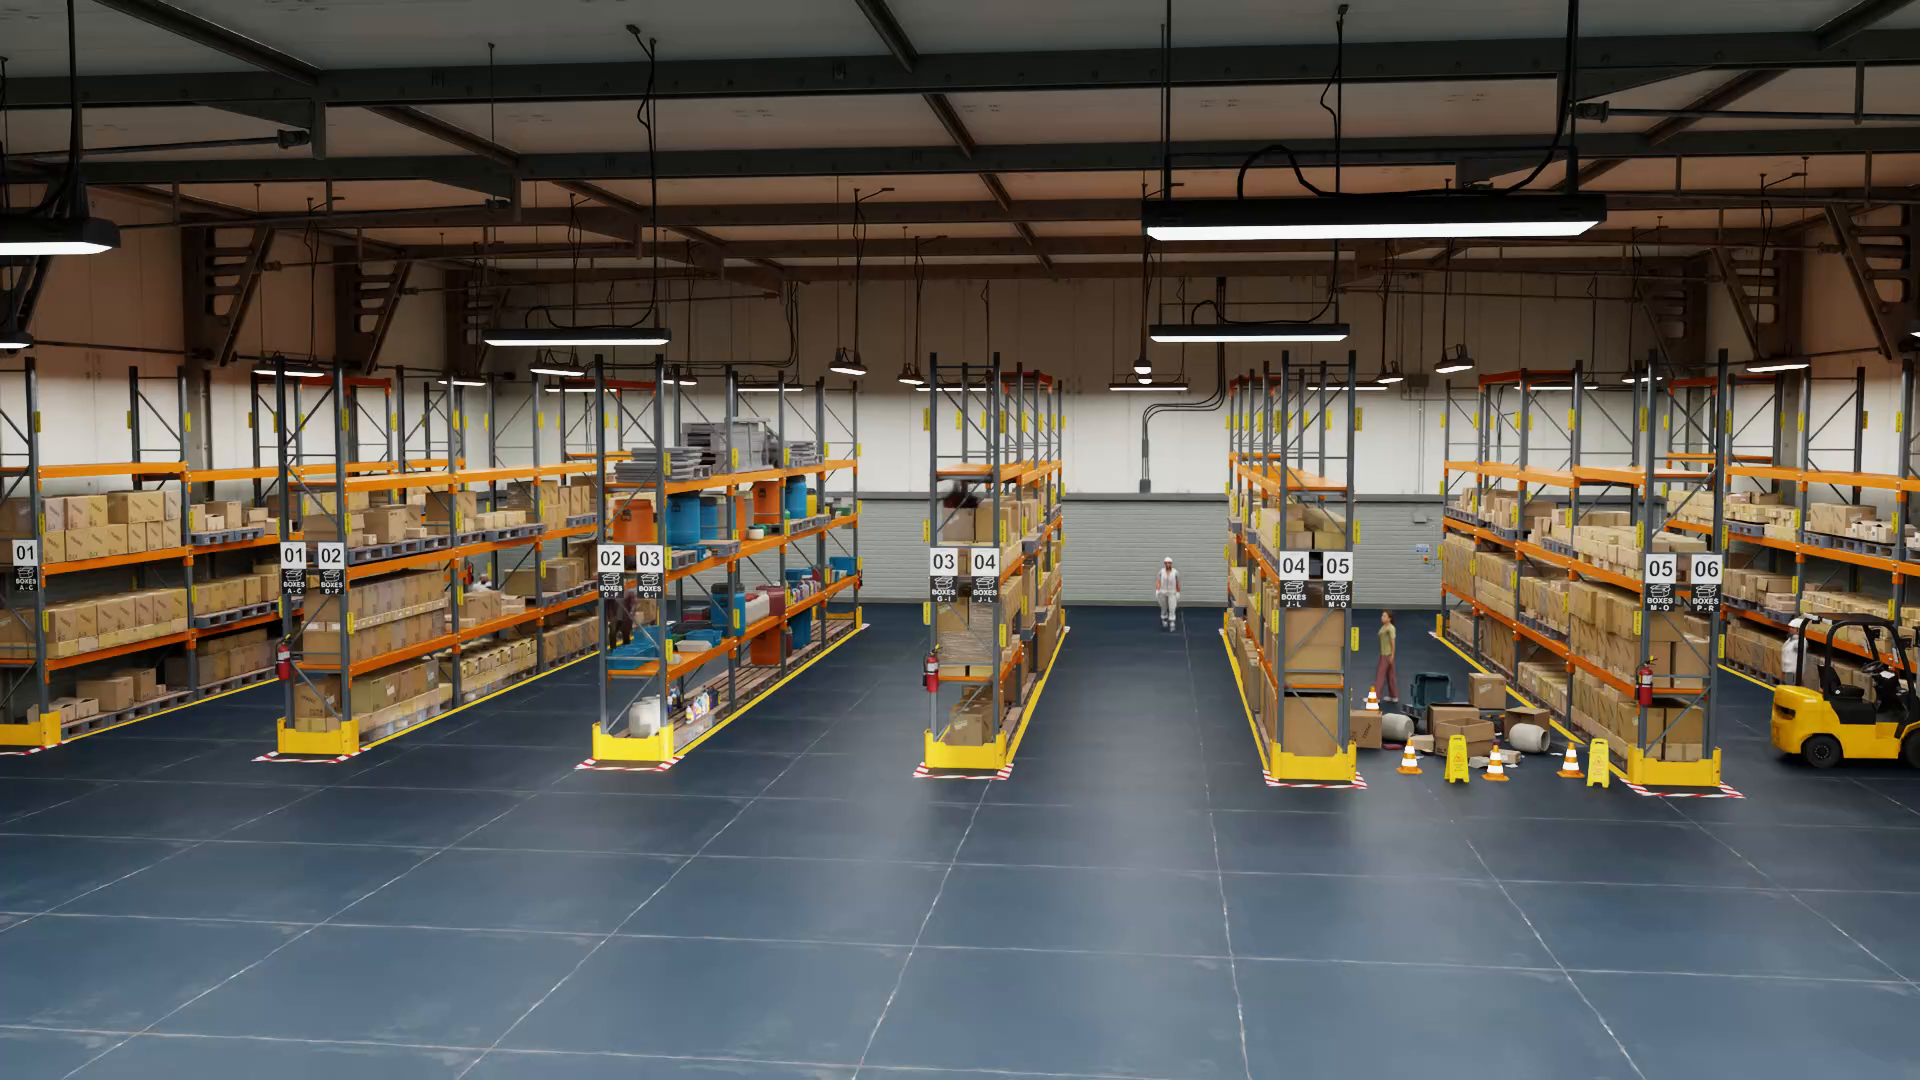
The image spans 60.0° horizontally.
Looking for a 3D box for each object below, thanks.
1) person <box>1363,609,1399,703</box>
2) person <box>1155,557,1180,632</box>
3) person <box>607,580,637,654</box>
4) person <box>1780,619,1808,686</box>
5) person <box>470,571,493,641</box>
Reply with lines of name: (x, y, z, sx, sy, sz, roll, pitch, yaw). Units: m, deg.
person: (7.552, 2.071, 29.769, 0.610, 1.664, 0.503, 1, 4, 18)
person: (4.986, 1.290, 39.905, 0.605, 1.743, 0.975, 0, 4, 5)
person: (-7.157, 1.697, 35.030, 0.746, 1.814, 0.936, 1, 4, 8)
person: (13.773, 2.181, 27.479, 0.418, 1.777, 0.563, 2, 5, 28)
person: (-10.720, 1.508, 37.237, 0.627, 1.644, 1.006, 0, 4, 6)
